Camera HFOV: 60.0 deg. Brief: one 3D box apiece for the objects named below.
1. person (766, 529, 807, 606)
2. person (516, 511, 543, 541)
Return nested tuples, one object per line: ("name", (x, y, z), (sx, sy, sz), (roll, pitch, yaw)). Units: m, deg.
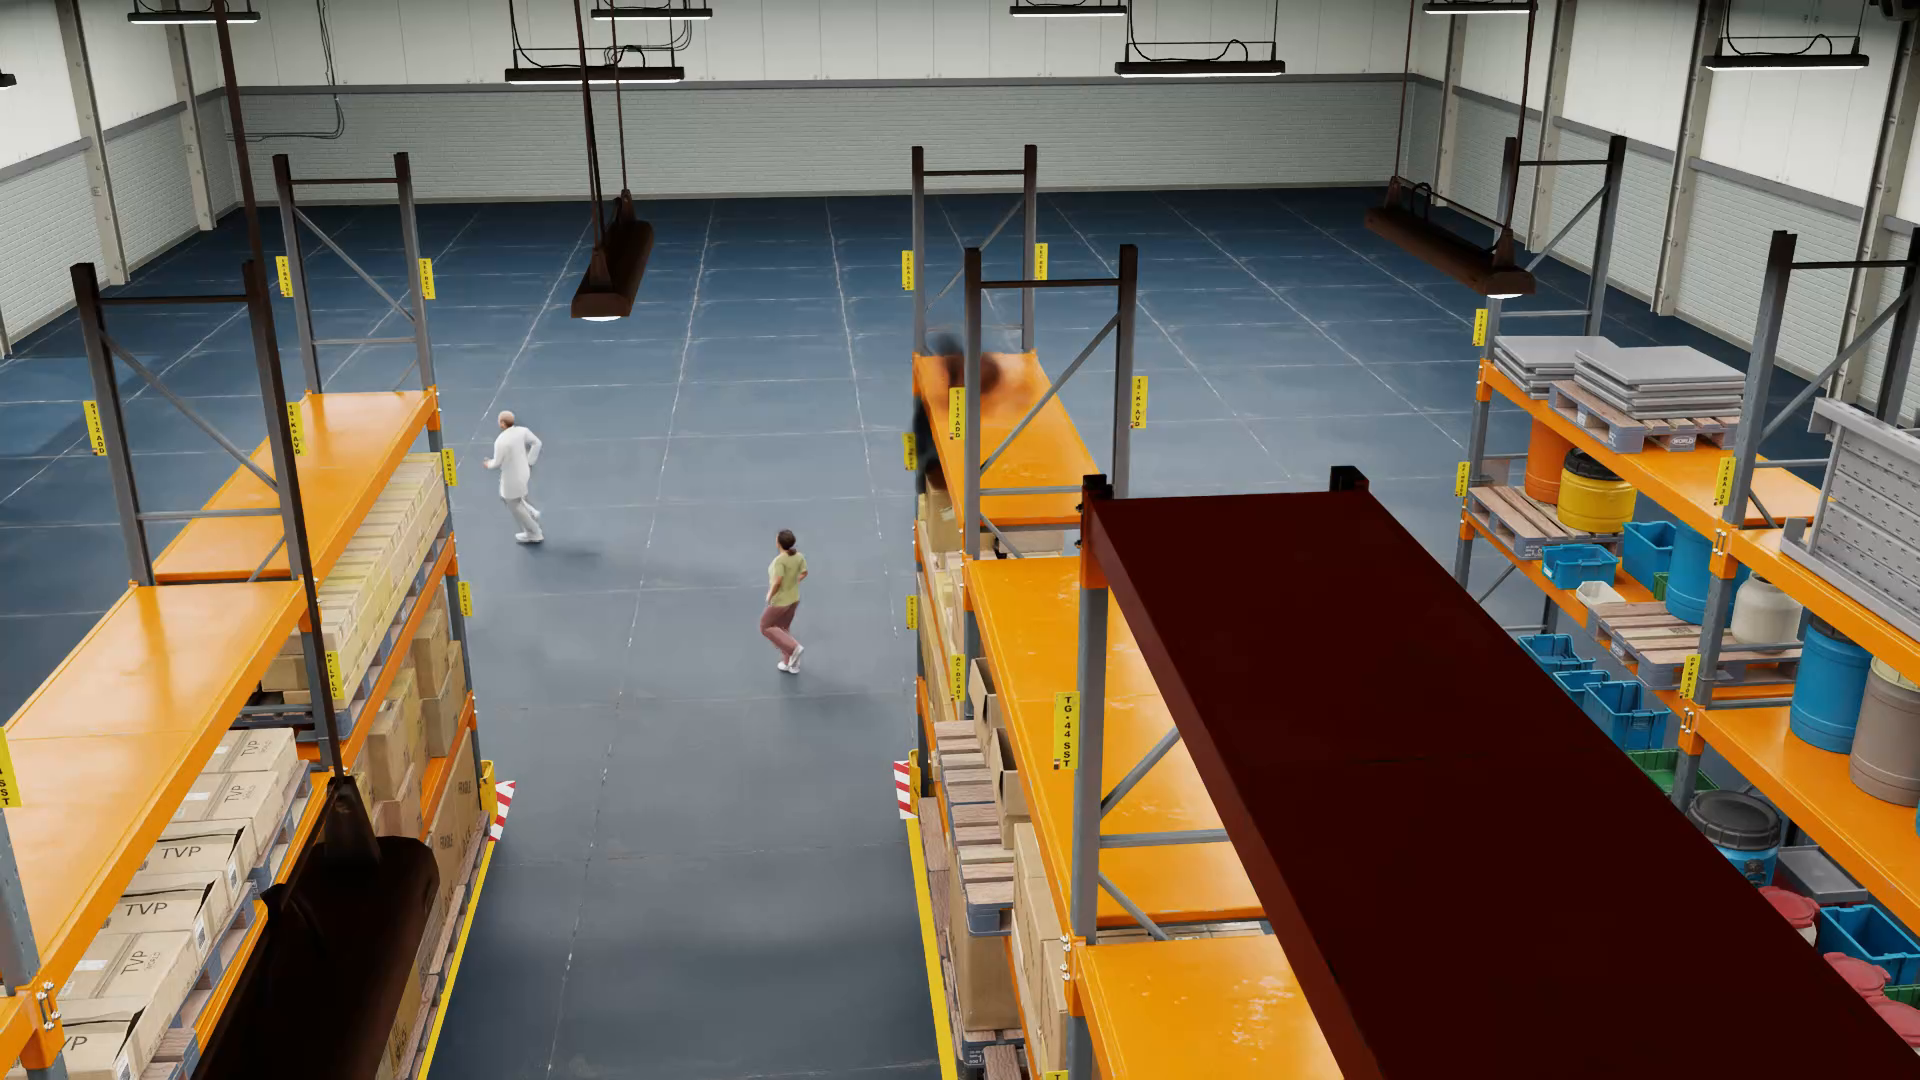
("person", (-1.899, 0.272, 17.651), (0.413, 0.815, 0.586), (15, 26, 33))
("person", (-5.633, -0.675, 21.426), (0.499, 1.400, 0.245), (7, 23, 17))
